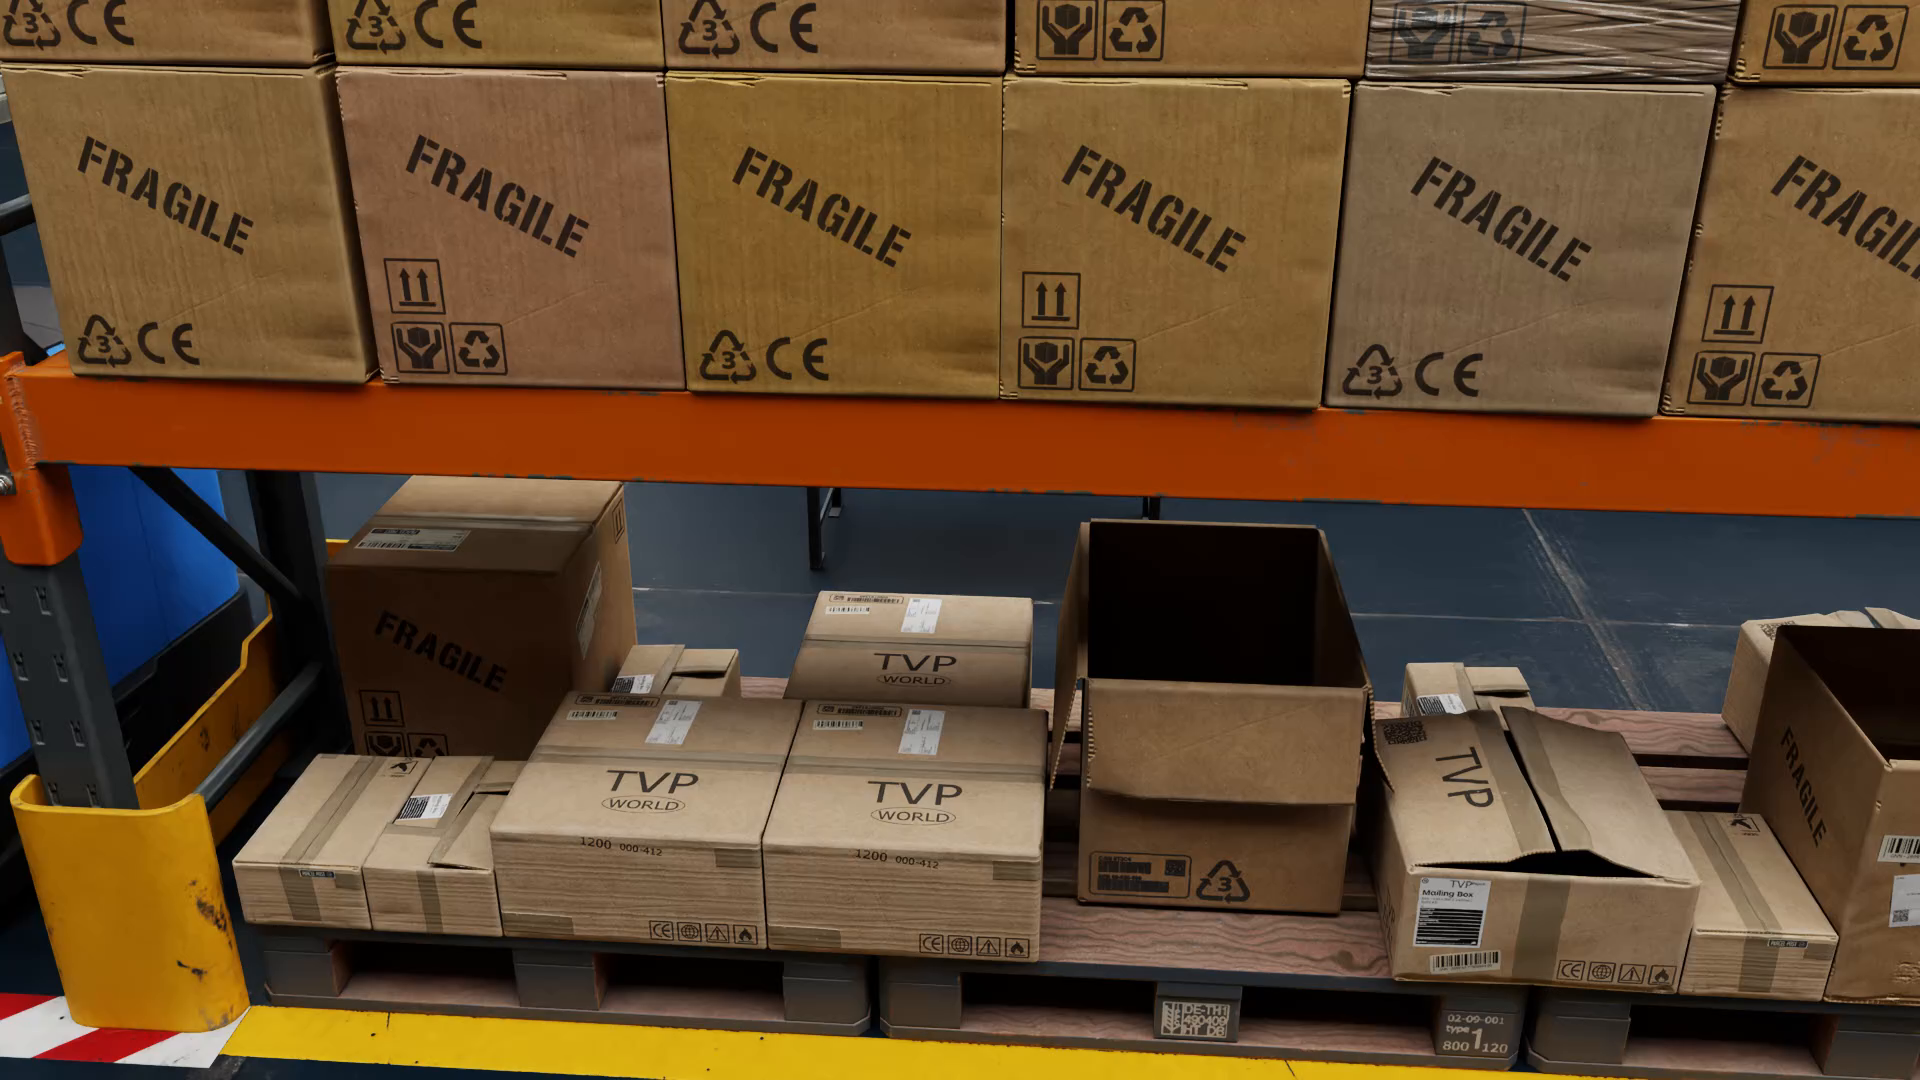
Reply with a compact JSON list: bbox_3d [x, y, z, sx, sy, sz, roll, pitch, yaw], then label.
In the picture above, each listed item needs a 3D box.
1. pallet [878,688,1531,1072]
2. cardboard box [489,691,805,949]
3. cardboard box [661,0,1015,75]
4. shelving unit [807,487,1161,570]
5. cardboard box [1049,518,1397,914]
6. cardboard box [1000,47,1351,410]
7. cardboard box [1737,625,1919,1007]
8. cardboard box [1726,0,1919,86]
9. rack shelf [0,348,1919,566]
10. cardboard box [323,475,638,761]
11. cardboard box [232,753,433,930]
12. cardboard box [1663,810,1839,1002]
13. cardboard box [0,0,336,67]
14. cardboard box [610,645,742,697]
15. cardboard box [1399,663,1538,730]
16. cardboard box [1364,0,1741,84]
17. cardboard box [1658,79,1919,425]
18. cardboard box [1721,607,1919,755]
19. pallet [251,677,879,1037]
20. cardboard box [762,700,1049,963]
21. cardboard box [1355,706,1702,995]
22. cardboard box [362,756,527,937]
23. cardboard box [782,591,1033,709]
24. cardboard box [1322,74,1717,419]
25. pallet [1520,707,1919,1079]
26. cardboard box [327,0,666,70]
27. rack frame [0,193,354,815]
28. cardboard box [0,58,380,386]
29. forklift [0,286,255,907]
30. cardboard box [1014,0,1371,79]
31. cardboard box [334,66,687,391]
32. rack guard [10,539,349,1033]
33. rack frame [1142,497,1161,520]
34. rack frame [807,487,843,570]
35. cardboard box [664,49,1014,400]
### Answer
[{"bbox_3d":[0.479,0.669,3.545,1.213,0.211,1.003,2,25,4],"label":"pallet"},{"bbox_3d":[-0.586,0.535,3.262,0.500,0.250,0.500,2,25,4],"label":"cardboard box"},{"bbox_3d":[-0.162,-1.010,2.540,0.500,0.500,0.500,2,25,5],"label":"cardboard box"},{"bbox_3d":[0.085,-0.679,4.931,1.048,1.500,0.538,2,25,4],"label":"shelving unit"},{"bbox_3d":[0.510,0.338,3.386,0.637,0.503,0.797,2,25,4],"label":"cardboard box"},{"bbox_3d":[0.331,-0.539,2.713,0.500,0.500,0.500,2,25,5],"label":"cardboard box"},{"bbox_3d":[1.794,0.498,3.044,0.500,0.500,0.500,2,25,4],"label":"cardboard box"},{"bbox_3d":[1.349,-0.961,2.435,0.500,0.500,0.500,1,25,3],"label":"cardboard box"},{"bbox_3d":[0.389,-0.275,3.120,4.000,0.370,1.077,2,25,4],"label":"rack shelf"},{"bbox_3d":[-1.044,0.185,3.725,0.500,0.500,0.500,2,25,4],"label":"cardboard box"},{"bbox_3d":[-1.214,0.586,3.272,0.250,0.149,0.380,2,25,4],"label":"cardboard box"},{"bbox_3d":[1.415,0.670,3.089,0.250,0.149,0.380,2,25,4],"label":"cardboard box"},{"bbox_3d":[-1.182,-1.041,2.609,0.500,0.500,0.500,3,25,6],"label":"cardboard box"},{"bbox_3d":[-0.647,0.387,3.685,0.250,0.166,0.380,2,25,4],"label":"cardboard box"},{"bbox_3d":[1.118,0.422,3.607,0.250,0.166,0.380,2,25,4],"label":"cardboard box"},{"bbox_3d":[0.846,-0.977,2.470,0.500,0.500,0.500,2,25,4],"label":"cardboard box"},{"bbox_3d":[1.351,-0.508,2.647,0.500,0.500,0.500,3,25,5],"label":"cardboard box"},{"bbox_3d":[1.982,0.380,3.526,0.500,0.311,0.500,2,25,4],"label":"cardboard box"},{"bbox_3d":[-0.734,0.629,3.632,1.213,0.211,1.003,2,25,4],"label":"pallet"},{"bbox_3d":[-0.087,0.551,3.227,0.500,0.250,0.500,2,25,4],"label":"cardboard box"},{"bbox_3d":[1.046,0.560,3.136,0.500,0.311,0.500,2,25,4],"label":"cardboard box"},{"bbox_3d":[-0.964,0.586,3.251,0.250,0.166,0.380,2,25,4],"label":"cardboard box"},{"bbox_3d":[-0.099,0.341,3.684,0.500,0.250,0.500,2,25,4],"label":"cardboard box"},{"bbox_3d":[0.839,-0.524,2.680,0.500,0.500,0.500,2,25,5],"label":"cardboard box"},{"bbox_3d":[1.699,0.707,3.462,1.213,0.211,1.003,2,25,4],"label":"pallet"},{"bbox_3d":[-0.661,-1.028,2.580,0.500,0.500,0.500,2,25,5],"label":"cardboard box"},{"bbox_3d":[-1.605,-0.666,3.109,0.127,3.000,1.000,2,25,4],"label":"rack frame"},{"bbox_3d":[-1.182,-0.587,2.818,0.500,0.500,0.500,2,25,5],"label":"cardboard box"},{"bbox_3d":[-2.615,-0.373,2.555,1.130,2.935,3.031,5,25,10],"label":"forklift"},{"bbox_3d":[0.344,-0.994,2.506,0.500,0.500,0.500,2,25,4],"label":"cardboard box"},{"bbox_3d":[-0.668,-0.573,2.787,0.500,0.500,0.500,2,25,3],"label":"cardboard box"},{"bbox_3d":[-1.529,0.472,3.626,0.348,0.500,1.175,2,25,4],"label":"rack guard"},{"bbox_3d":[0.592,-0.662,4.895,0.032,1.500,0.500,2,25,4],"label":"rack frame"},{"bbox_3d":[-0.422,-0.695,4.966,0.032,1.500,0.500,2,25,4],"label":"rack frame"},{"bbox_3d":[-0.167,-0.556,2.750,0.500,0.500,0.500,2,25,4],"label":"cardboard box"}]
